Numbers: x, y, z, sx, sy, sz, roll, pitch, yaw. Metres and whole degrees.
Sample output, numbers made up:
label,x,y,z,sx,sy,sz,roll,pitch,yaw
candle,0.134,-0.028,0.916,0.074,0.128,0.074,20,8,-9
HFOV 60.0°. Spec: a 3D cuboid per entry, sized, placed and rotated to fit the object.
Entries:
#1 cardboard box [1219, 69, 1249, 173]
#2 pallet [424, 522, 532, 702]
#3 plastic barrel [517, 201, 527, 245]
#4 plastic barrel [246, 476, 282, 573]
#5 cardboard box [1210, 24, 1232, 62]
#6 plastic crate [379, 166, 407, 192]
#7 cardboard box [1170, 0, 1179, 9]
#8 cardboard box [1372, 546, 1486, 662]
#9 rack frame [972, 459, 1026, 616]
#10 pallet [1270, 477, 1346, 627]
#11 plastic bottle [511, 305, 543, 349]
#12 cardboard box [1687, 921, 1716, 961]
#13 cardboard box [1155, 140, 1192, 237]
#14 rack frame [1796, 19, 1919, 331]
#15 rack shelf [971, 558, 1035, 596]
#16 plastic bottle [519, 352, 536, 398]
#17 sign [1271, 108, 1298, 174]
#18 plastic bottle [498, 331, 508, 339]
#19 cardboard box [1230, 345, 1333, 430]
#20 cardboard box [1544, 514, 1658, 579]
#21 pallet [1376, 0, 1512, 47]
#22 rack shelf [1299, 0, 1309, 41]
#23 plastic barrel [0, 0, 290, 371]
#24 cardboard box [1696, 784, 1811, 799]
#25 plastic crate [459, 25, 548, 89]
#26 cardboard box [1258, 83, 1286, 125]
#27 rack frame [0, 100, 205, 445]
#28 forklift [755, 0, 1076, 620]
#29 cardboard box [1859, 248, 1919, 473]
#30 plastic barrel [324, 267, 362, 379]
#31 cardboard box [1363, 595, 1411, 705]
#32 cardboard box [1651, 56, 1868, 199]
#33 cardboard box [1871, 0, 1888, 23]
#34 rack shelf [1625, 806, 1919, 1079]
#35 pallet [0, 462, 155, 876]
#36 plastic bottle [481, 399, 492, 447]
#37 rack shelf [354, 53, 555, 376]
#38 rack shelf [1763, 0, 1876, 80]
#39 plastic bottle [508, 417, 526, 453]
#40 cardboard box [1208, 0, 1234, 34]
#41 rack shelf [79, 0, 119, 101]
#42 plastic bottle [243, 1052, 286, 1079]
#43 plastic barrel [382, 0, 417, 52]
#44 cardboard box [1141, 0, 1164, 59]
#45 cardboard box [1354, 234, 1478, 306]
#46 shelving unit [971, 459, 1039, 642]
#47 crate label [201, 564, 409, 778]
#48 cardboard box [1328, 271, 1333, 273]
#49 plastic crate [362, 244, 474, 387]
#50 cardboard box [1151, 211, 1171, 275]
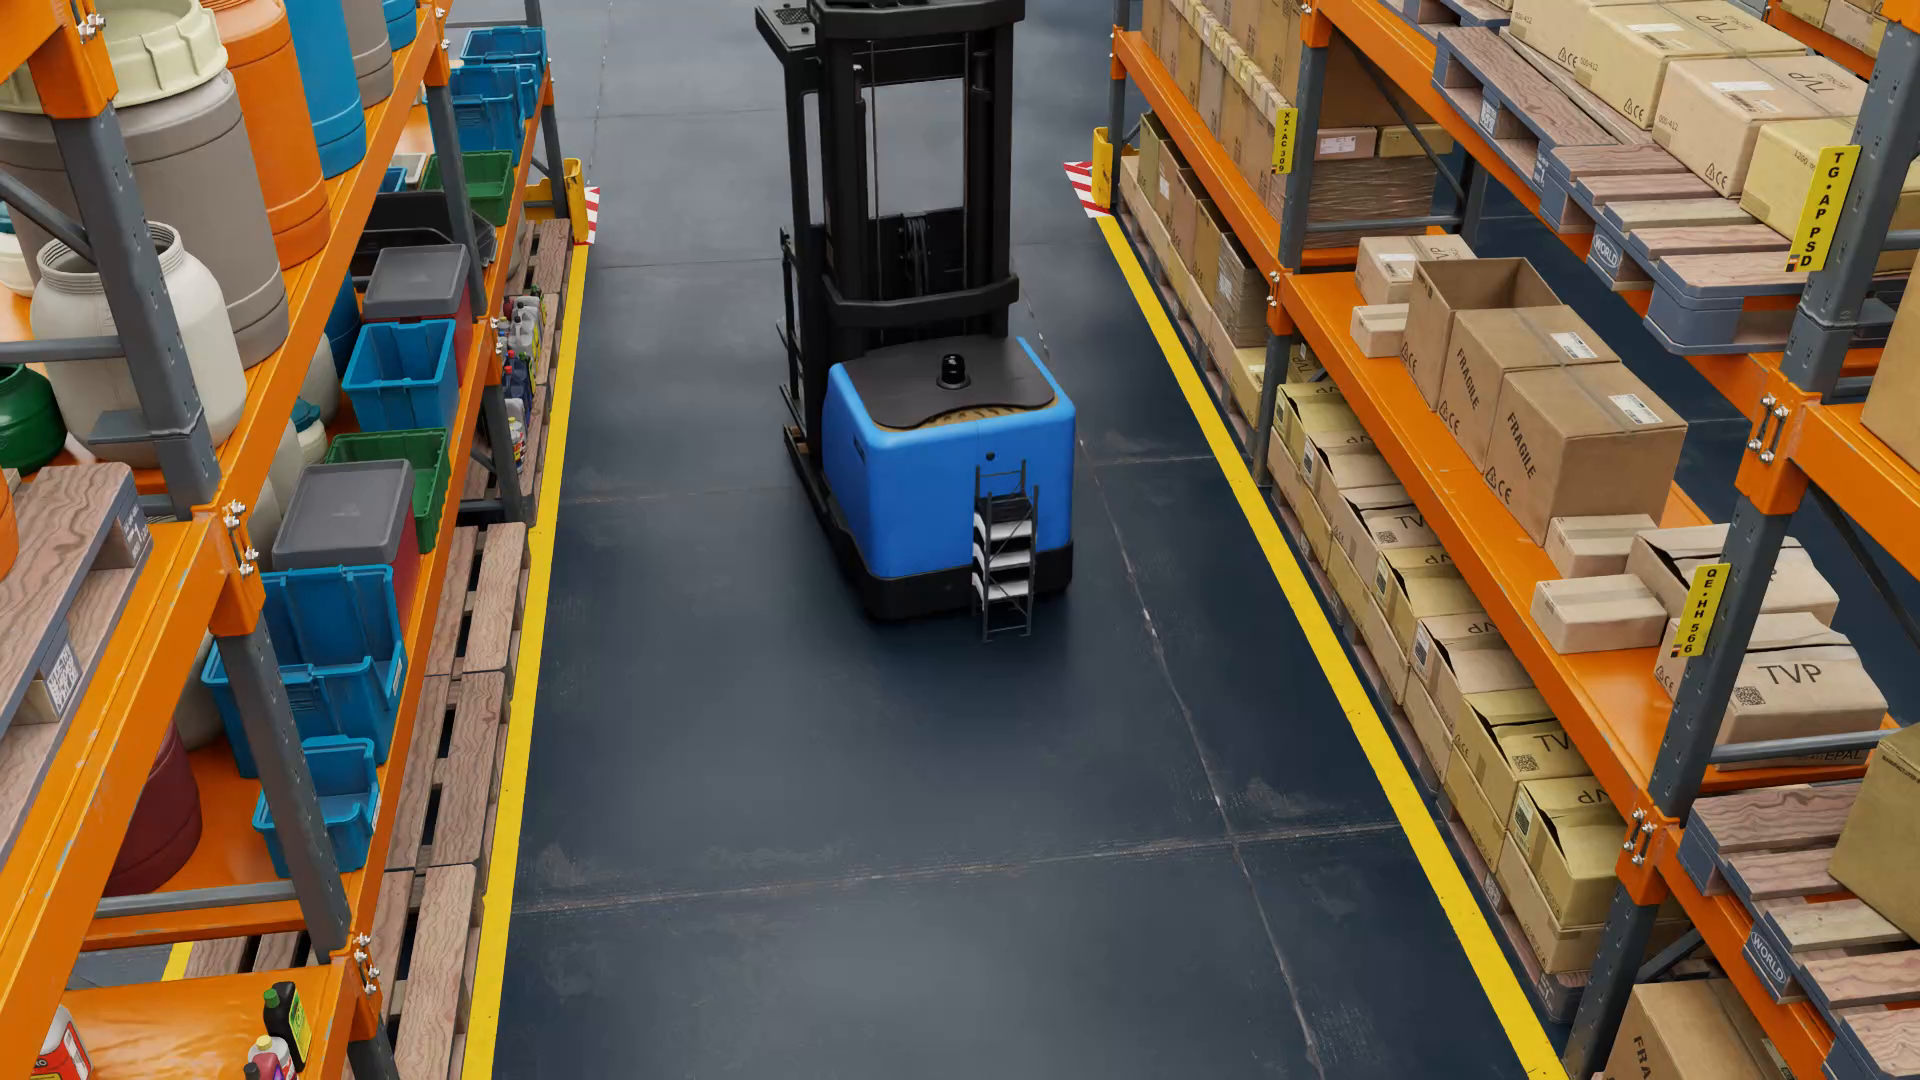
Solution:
label,x,y,z,sx,sy,sz,roll,pitch,yaw
cardboard box,1.921,-2.456,9.601,0.700,0.500,0.500,-4,34,-6
pallet,-2.637,0.367,8.023,1.003,0.211,1.213,-4,35,-6
plastic barrel,-3.154,-2.236,11.204,0.421,0.512,0.421,0,34,0
plastic barrel,-2.712,-0.075,6.076,0.433,0.535,0.433,0,34,0
cardboard box,1.671,-2.895,9.669,0.380,0.149,0.250,-3,34,-5
plastic crate,-3.198,-1.756,8.795,0.499,0.251,0.616,-4,35,-6
cardboard box,1.532,-3.472,10.516,0.380,0.149,0.250,-5,35,-7
cardboard box,2.145,0.245,7.298,0.500,0.311,0.500,-3,34,-5
rack frame,0.181,0.000,7.927,0.240,0.900,0.006,-8,39,-12
pallet,2.266,-0.033,8.611,1.003,0.211,1.213,-4,35,-6
plastic bottle,-2.612,-1.297,10.017,0.152,0.276,0.135,-5,35,-8
cardboard box,2.887,1.287,6.266,0.500,0.250,0.500,-4,35,-7
cardboard box,1.591,-2.300,10.864,0.500,0.500,0.500,-4,35,-6
rack frame,2.666,-1.840,3.459,1.000,3.000,0.127,-4,35,-6
rack shelf,0.205,0.158,7.926,0.258,0.077,0.200,-8,39,-12
plastic bottle,-2.484,-0.962,9.519,0.061,0.283,0.133,-3,34,-4
sign,1.579,-1.941,8.095,0.100,0.325,0.005,-4,35,-6
plastic bottle,-2.699,-1.140,9.854,0.097,0.201,0.097,0,34,0
cardboard box,1.849,-0.873,9.436,0.500,0.250,0.500,-4,35,-6
cardboard box,2.439,0.035,6.258,0.380,0.149,0.250,-2,34,-3
pallet,2.260,-2.263,6.913,0.805,0.209,1.217,-6,35,-8
rack shelf,1.859,-3.652,9.420,1.077,0.370,4.000,-4,35,-6
plastic barrel,-2.138,-0.909,4.312,0.600,0.901,0.600,0,34,0
cardboard box,2.887,1.055,6.109,0.500,0.311,0.500,-3,34,-5
plastic crate,-2.955,-3.134,10.818,0.499,0.251,0.616,-4,35,-6
cardboard box,1.810,-2.322,8.829,0.380,0.149,0.250,-5,35,-8
rack frame,-2.243,-1.467,2.912,1.000,3.000,0.127,-4,35,-6
forklift,-0.368,-1.651,8.570,1.130,2.935,3.031,-10,36,-14
cardboard box,2.758,-0.401,3.923,0.910,0.500,0.500,-4,35,-6
plastic barrel,-3.029,-1.189,7.386,0.600,0.901,0.708,-4,35,-6
cardboard box,2.144,0.471,7.463,0.500,0.250,0.500,-4,34,-5
cardboard box,2.461,-1.252,5.021,0.500,0.250,0.500,-3,34,-5
cardboard box,6.385,-3.604,10.825,0.500,0.500,0.500,-5,35,-8
rack shelf,2.935,2.052,3.714,1.077,0.370,4.000,-4,35,-6
pallet,-2.237,0.285,3.173,1.003,0.211,1.213,-4,35,-6
plastic bottle,-2.565,-0.660,9.077,0.061,0.283,0.133,-4,35,-6
rack shelf,-3.050,-2.039,9.717,1.077,0.370,4.000,-4,35,-6
rack shelf,6.767,-2.789,10.818,1.077,0.370,4.000,-4,35,-6
plastic bottle,-2.416,-0.570,9.017,0.097,0.201,0.097,0,34,0
cardboard box,1.860,-3.258,9.626,0.700,0.500,0.500,-4,35,-6
rack shelf,-2.512,-2.121,4.865,1.077,0.370,4.000,-4,35,-6
plastic bottle,-1.734,1.382,4.162,0.061,0.283,0.133,-4,35,-6
plastic barrel,-2.497,-2.399,6.499,0.600,0.901,0.708,-4,35,-6
cardboard box,1.640,-3.605,11.288,0.700,0.500,0.500,-4,35,-6
cardboard box,2.238,-1.260,8.068,0.500,0.250,0.500,-2,34,-3
shelving unit,0.207,0.061,7.850,0.258,0.900,0.210,-8,39,-12
crate label,-2.108,0.422,5.435,0.502,0.435,0.616,-4,35,-6
cardboard box,2.301,-1.501,9.692,0.500,0.500,0.500,-4,35,-6
plastic crate,-2.412,-1.000,7.496,0.402,0.464,0.583,-4,35,-6
cardboard box,1.580,-1.989,11.073,0.500,0.250,0.500,-4,35,-6
